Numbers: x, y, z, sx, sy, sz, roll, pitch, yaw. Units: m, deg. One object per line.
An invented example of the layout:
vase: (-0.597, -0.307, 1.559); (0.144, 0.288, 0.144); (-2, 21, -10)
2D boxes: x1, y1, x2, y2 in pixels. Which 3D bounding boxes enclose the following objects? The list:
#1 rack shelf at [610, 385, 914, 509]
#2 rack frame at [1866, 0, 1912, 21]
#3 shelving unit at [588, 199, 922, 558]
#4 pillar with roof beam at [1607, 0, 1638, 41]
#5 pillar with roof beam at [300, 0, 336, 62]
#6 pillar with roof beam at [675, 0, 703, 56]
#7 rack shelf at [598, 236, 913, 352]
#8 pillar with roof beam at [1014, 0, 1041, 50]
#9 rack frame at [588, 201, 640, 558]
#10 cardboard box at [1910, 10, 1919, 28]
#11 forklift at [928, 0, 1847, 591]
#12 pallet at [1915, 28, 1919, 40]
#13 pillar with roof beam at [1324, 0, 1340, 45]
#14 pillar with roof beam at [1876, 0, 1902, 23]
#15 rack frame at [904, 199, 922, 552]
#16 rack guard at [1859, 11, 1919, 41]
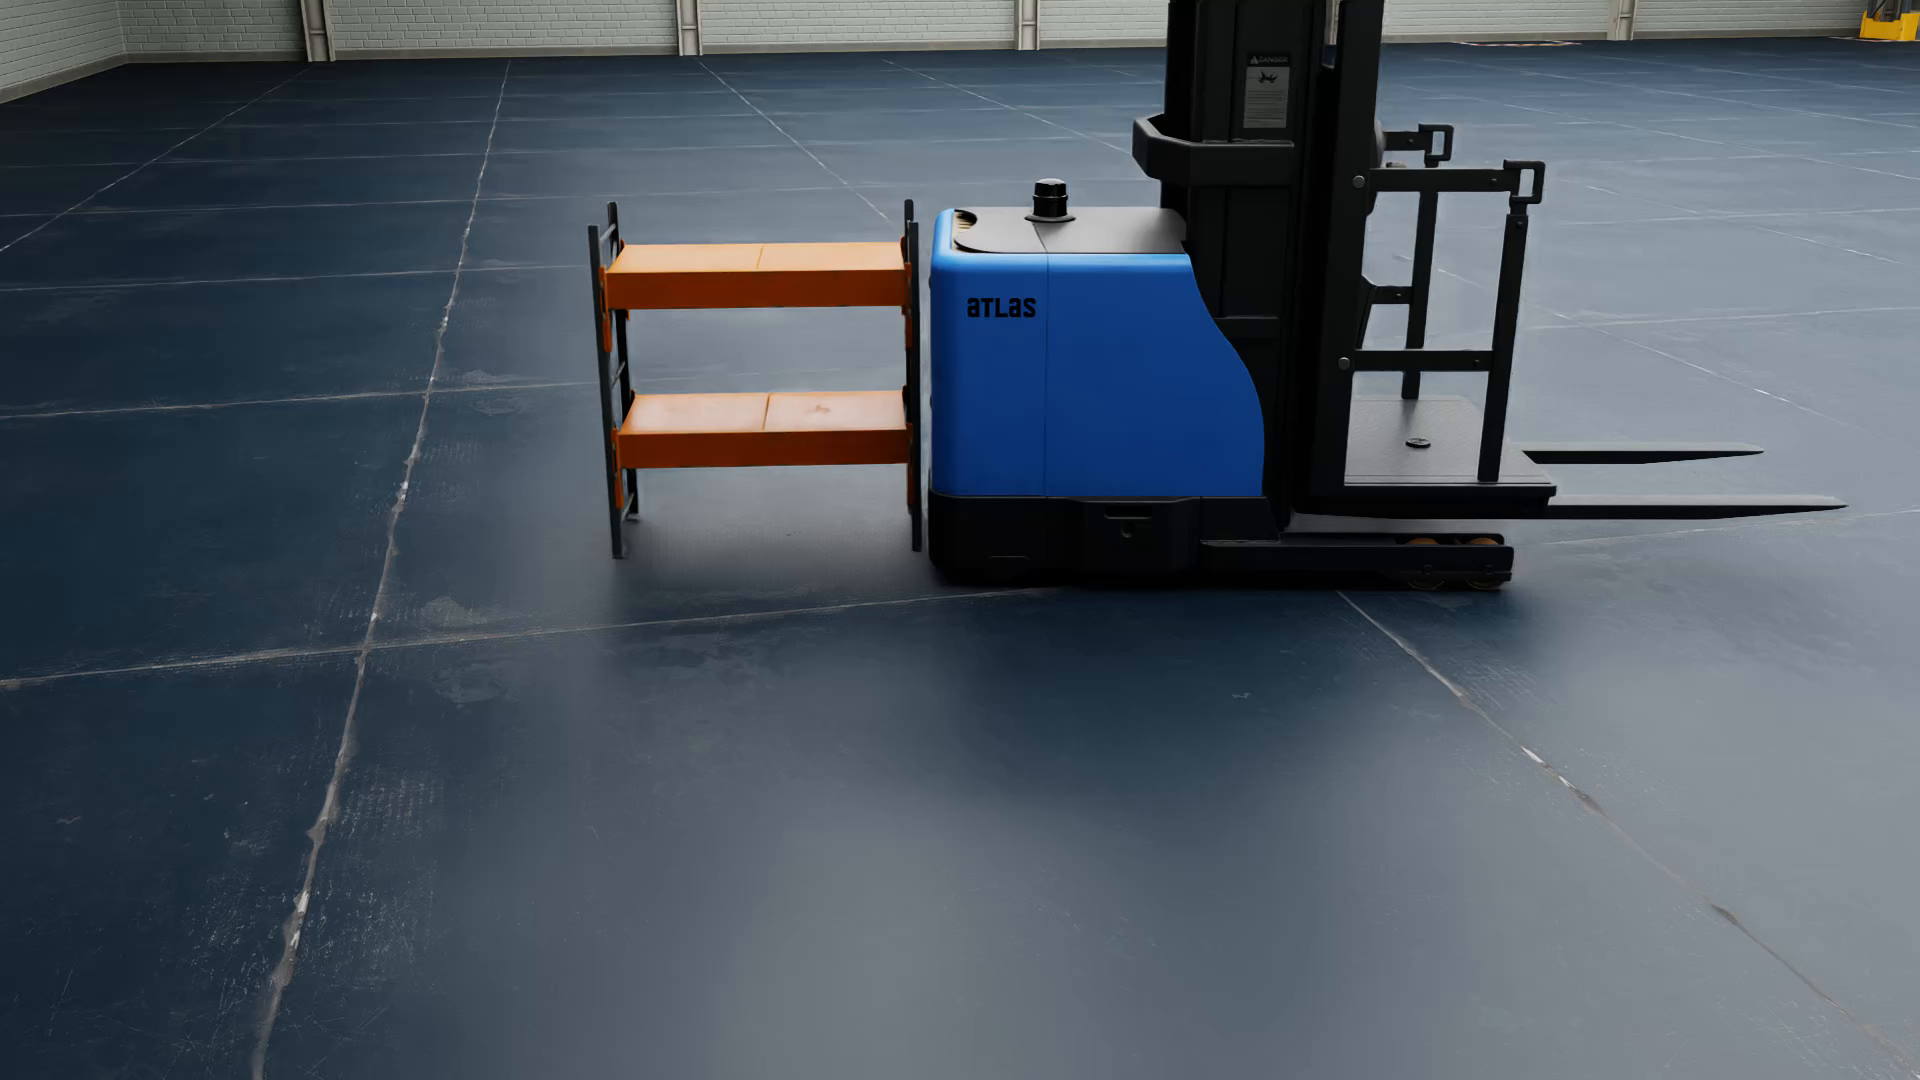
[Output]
rack shelf: (-0.670, -0.333, 5.800); (1.000, 0.278, 0.538); (-1, 20, -3)
rack frame: (18.236, -11.309, 32.326); (0.127, 3.000, 1.000); (-5, 21, -12)
shelving unit: (-0.670, -0.563, 5.716); (1.048, 1.125, 0.538); (-1, 20, -3)
pillar with roof beam: (13.870, -12.555, 27.006); (0.400, 9.000, 9.100); (-5, 21, -12)
pillar with roof beam: (-9.486, -10.655, 21.820); (0.400, 9.000, 9.100); (-5, 21, -12)
pillar with roof beam: (-3.647, -11.130, 23.116); (0.400, 9.000, 9.100); (-5, 21, -12)
rack shelf: (-0.670, -0.838, 5.615); (1.000, 0.278, 0.538); (-1, 20, -3)
pillar with roof beam: (2.192, -11.605, 24.413); (0.400, 9.000, 9.100); (-5, 21, -12)
rack frame: (-1.178, -0.552, 5.686); (0.032, 1.125, 0.500); (-1, 20, -3)
cardboard box: (18.930, -10.278, 32.780); (0.500, 0.311, 0.500); (-7, 21, -19)
forklift: (1.413, -1.397, 5.368); (3.031, 2.935, 1.130); (0, 20, 0)
pallet: (19.109, -10.058, 32.965); (1.213, 0.211, 1.003); (-5, 21, -12)
pillar with roof beam: (8.031, -12.080, 25.709); (0.400, 9.000, 9.100); (-5, 21, -12)
pillar with roof beam: (19.709, -13.030, 28.302); (0.400, 9.000, 9.100); (-5, 21, -12)
rack frame: (-0.163, -0.574, 5.746); (0.032, 1.125, 0.500); (-1, 20, -3)
rack guard: (18.310, -10.141, 32.772); (0.348, 0.500, 1.175); (-5, 21, -12)
